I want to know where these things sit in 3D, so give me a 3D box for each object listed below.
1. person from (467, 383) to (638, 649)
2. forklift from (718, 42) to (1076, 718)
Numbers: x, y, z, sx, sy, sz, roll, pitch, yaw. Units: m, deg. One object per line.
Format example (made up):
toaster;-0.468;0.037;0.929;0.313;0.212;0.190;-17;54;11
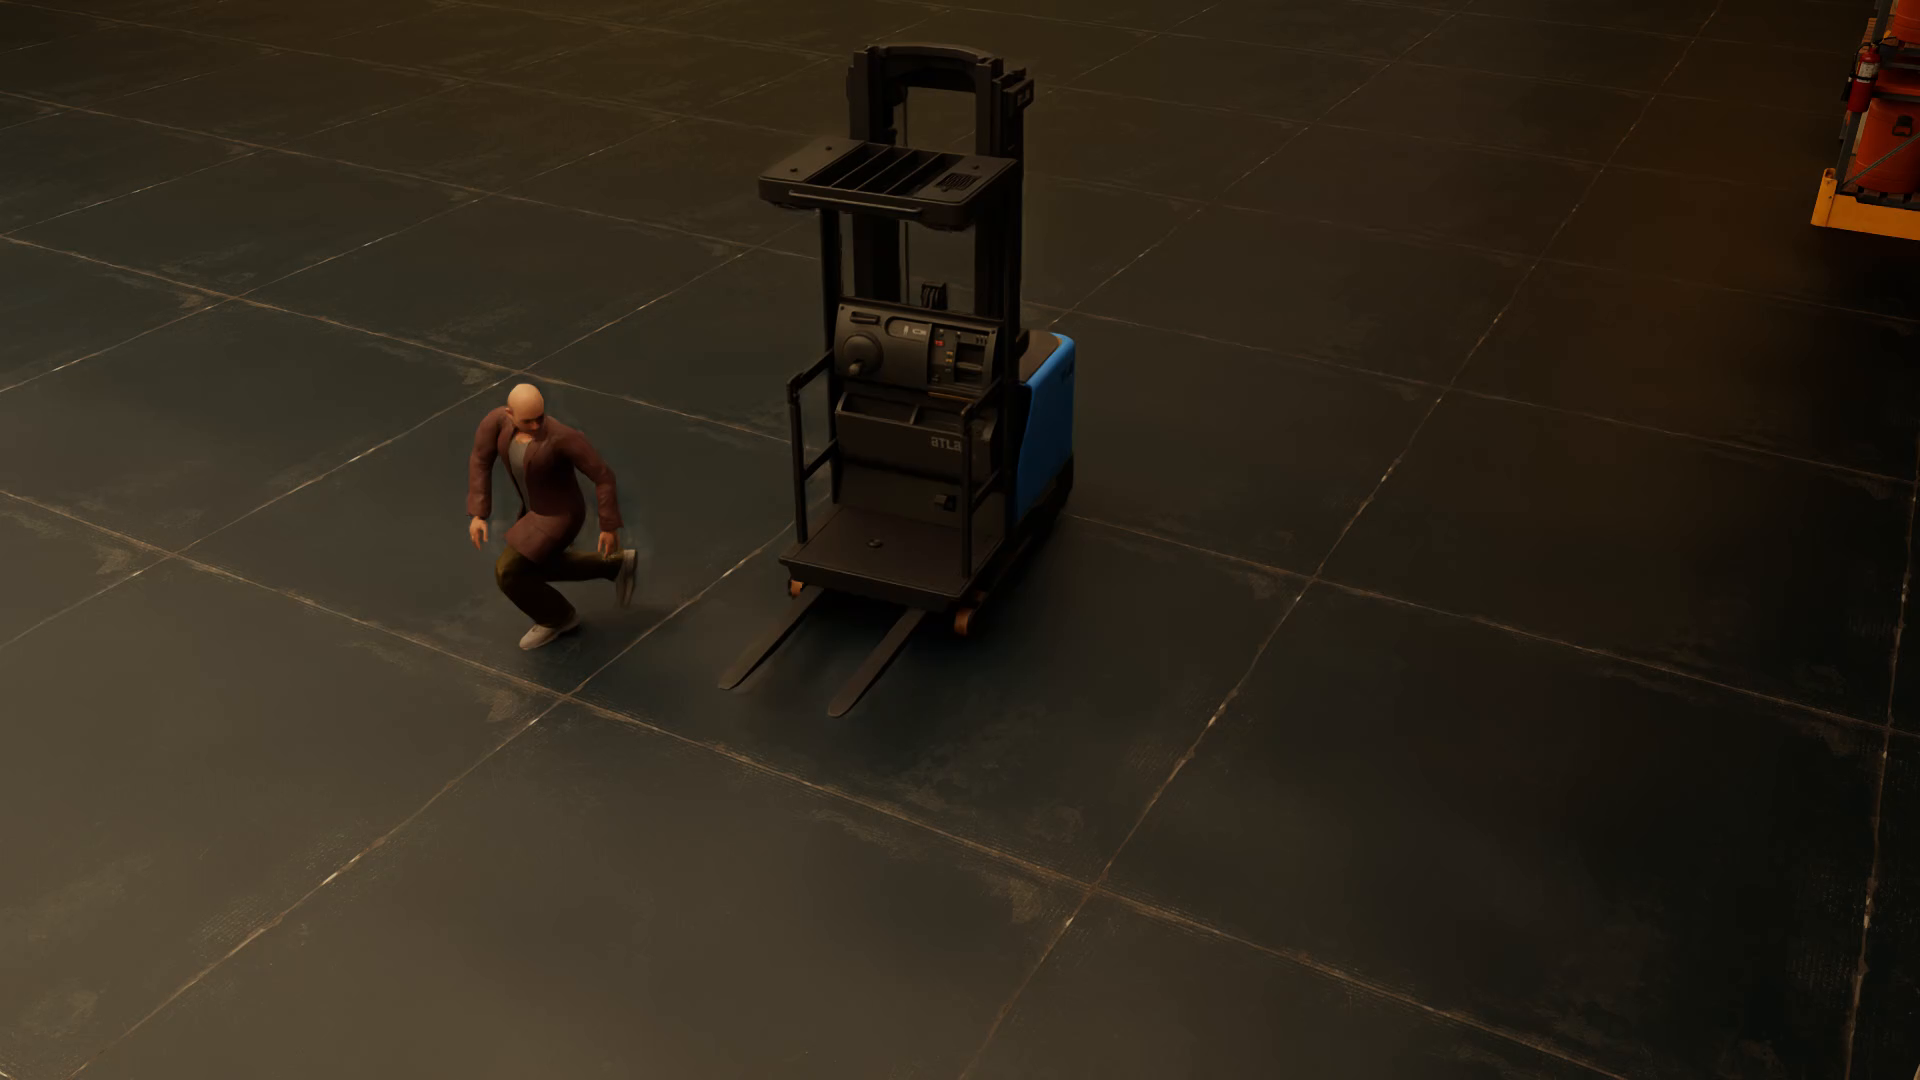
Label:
person;-2.121;-0.159;8.778;0.864;1.552;0.712;-21;36;-32
forklift;-0.321;-0.979;8.767;1.130;2.935;3.031;12;32;19
